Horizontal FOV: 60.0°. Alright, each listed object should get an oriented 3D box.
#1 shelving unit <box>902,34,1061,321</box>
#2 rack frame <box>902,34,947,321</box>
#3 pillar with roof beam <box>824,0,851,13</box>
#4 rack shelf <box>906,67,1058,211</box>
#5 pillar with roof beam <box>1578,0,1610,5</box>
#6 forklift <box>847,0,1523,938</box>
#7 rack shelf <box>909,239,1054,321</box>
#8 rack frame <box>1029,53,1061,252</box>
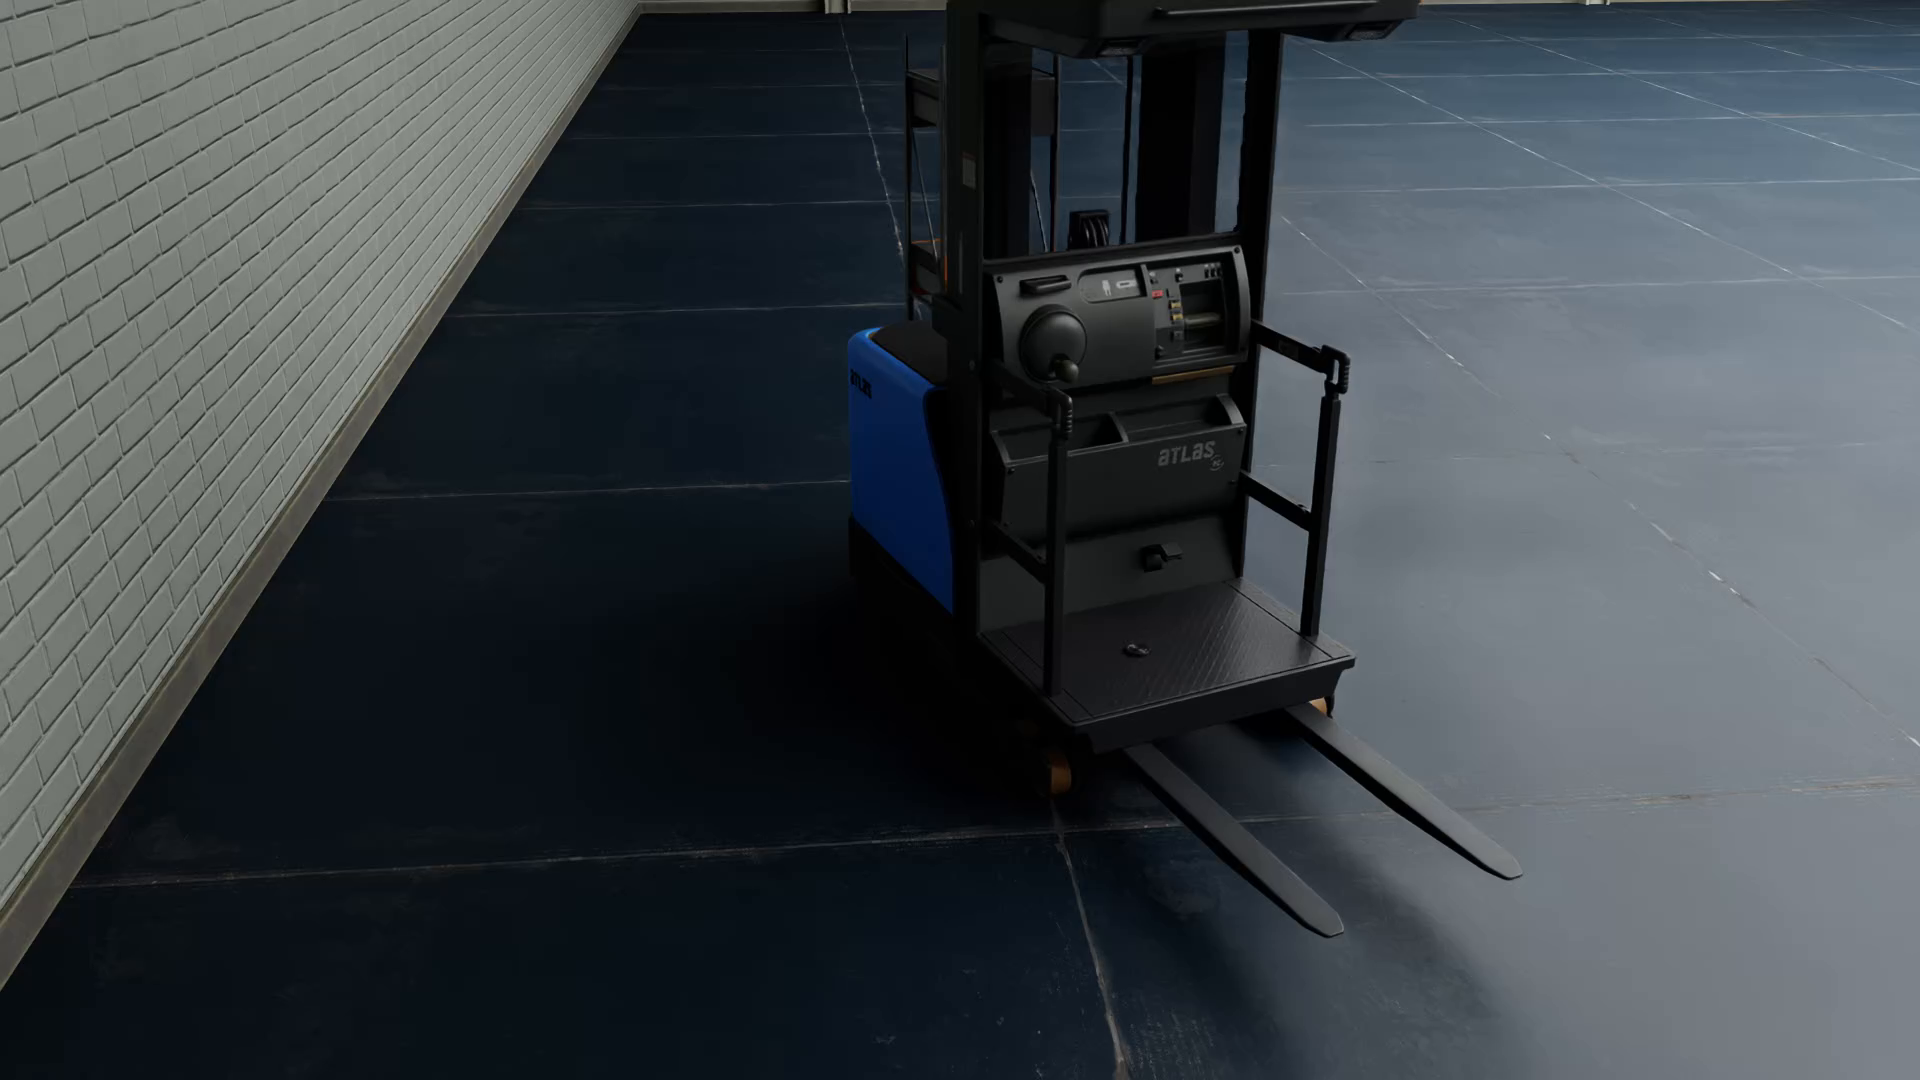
[{"bbox_3d":[0.082,-1.017,6.951,0.503,2.100,0.431,-10,26,-22],"label":"shelving unit"},{"bbox_3d":[-0.141,-0.976,6.860,0.015,2.100,0.400,-10,26,-22],"label":"rack frame"},{"bbox_3d":[-1.445,-10.428,19.631,0.400,9.000,9.100,-2,24,-5],"label":"pillar with roof beam"},{"bbox_3d":[0.081,-1.644,6.672,0.480,0.518,0.431,-10,26,-22],"label":"rack shelf"},{"bbox_3d":[10.497,-10.907,20.709,0.400,9.000,9.100,-2,24,-5],"label":"pillar with roof beam"},{"bbox_3d":[0.627,-0.709,5.237,1.130,2.935,3.031,-11,26,-23],"label":"forklift"},{"bbox_3d":[0.082,-1.004,6.957,0.480,0.518,0.431,-10,26,-22],"label":"rack shelf"},{"bbox_3d":[0.304,-1.058,7.043,0.015,2.100,0.400,-10,26,-22],"label":"rack frame"}]
